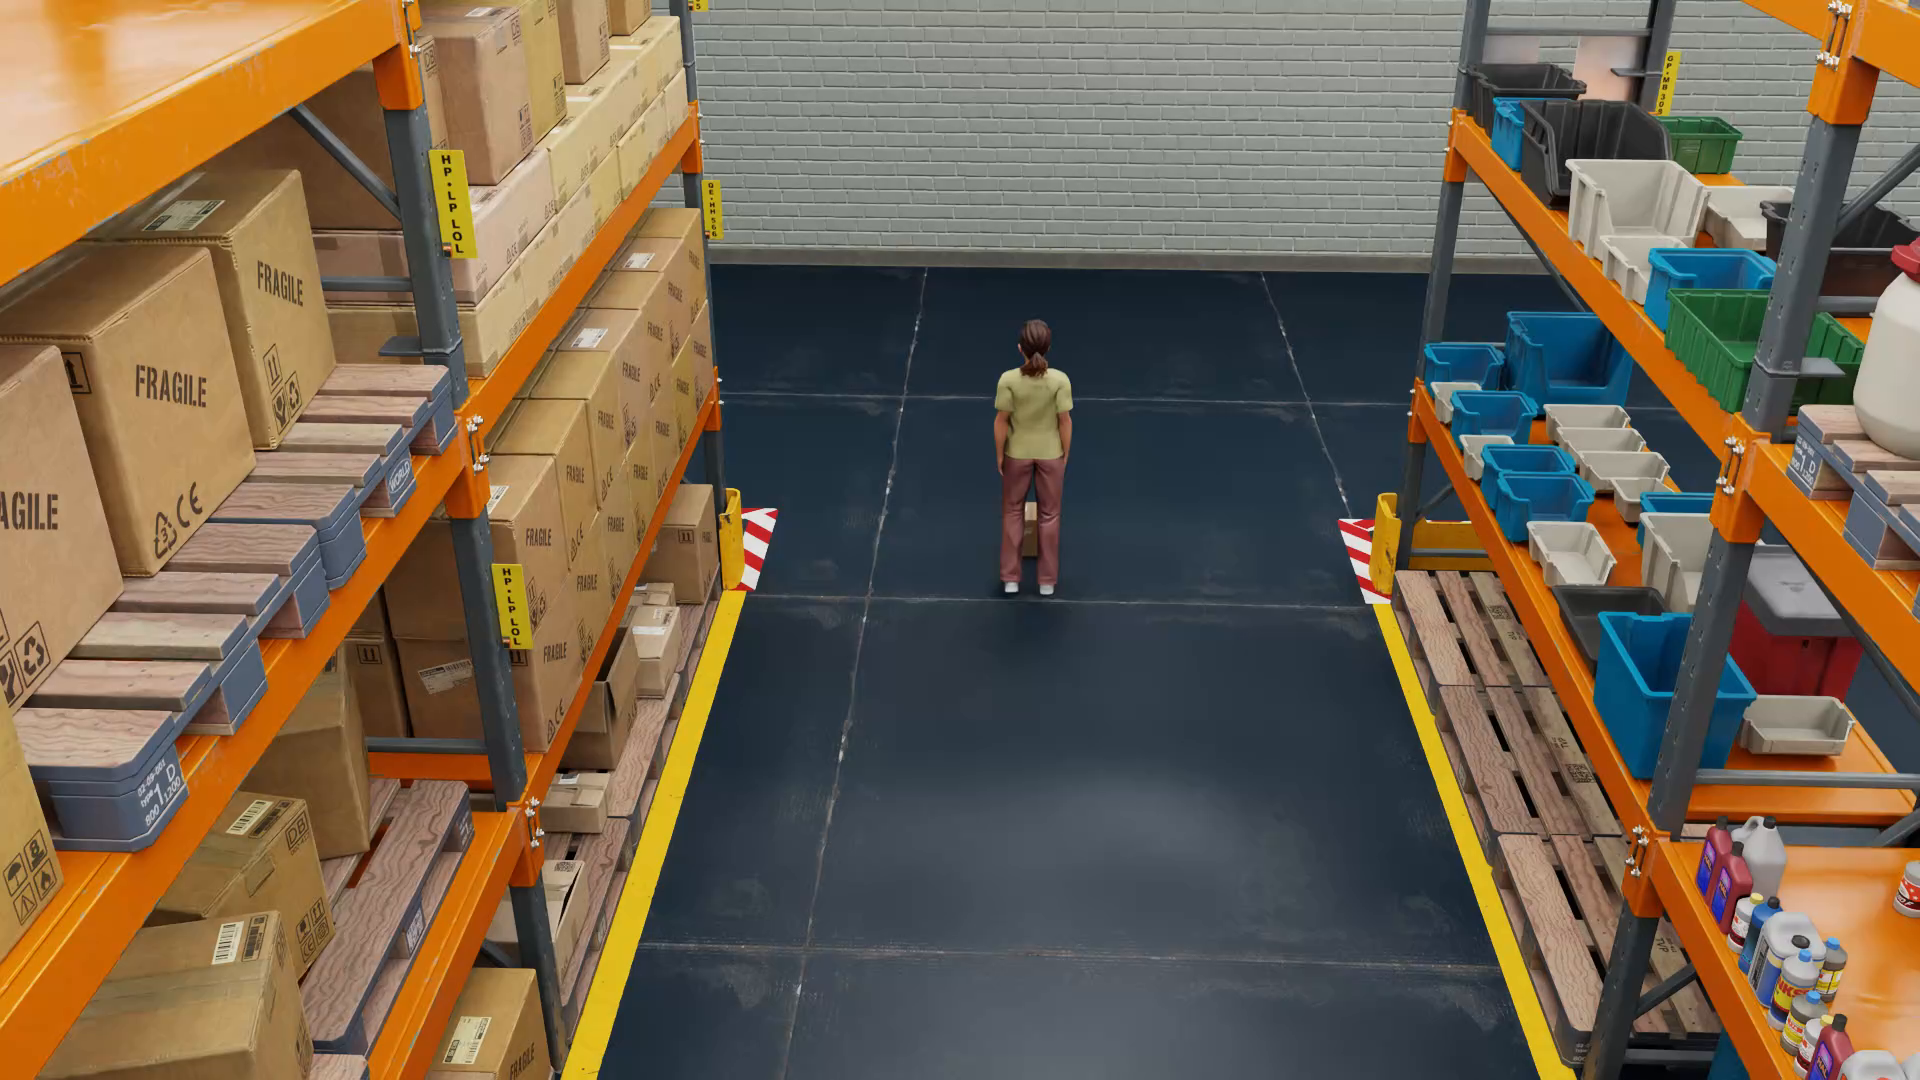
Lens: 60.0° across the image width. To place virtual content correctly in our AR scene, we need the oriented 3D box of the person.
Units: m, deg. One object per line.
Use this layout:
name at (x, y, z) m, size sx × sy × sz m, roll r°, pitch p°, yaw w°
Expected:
person at (0.414, -0.454, 9.507) m, size 0.441 × 1.695 × 0.357 m, roll 1°, pitch 28°, yaw 2°
